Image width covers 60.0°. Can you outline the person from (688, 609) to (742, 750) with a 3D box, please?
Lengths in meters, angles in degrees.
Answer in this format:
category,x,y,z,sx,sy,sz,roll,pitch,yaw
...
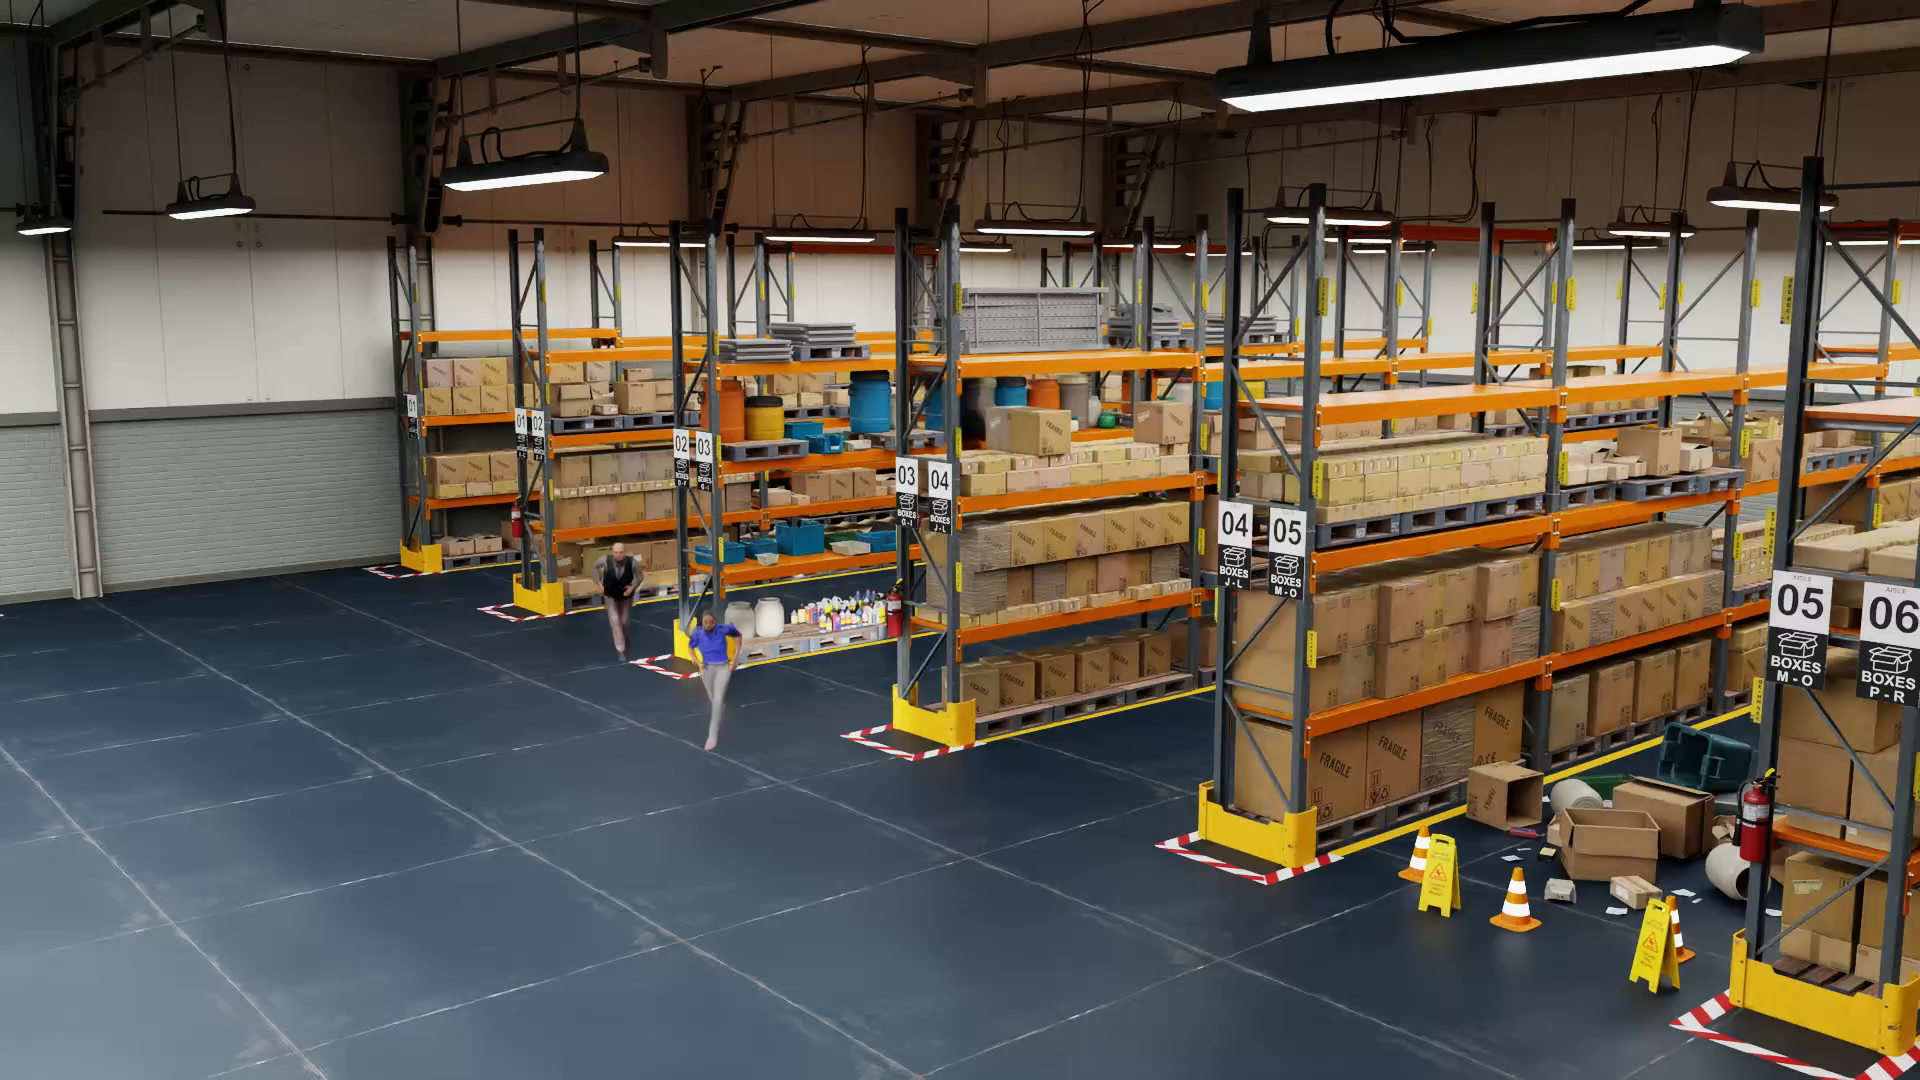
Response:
category,x,y,z,sx,sy,sz,roll,pitch,yaw
person,-2.773,1.519,18.966,0.611,1.601,0.976,0,9,-2

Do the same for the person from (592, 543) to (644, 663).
category,x,y,z,sx,sy,sz,roll,pitch,yaw
person,-4.754,0.823,23.205,0.697,1.682,1.007,-2,9,-10
